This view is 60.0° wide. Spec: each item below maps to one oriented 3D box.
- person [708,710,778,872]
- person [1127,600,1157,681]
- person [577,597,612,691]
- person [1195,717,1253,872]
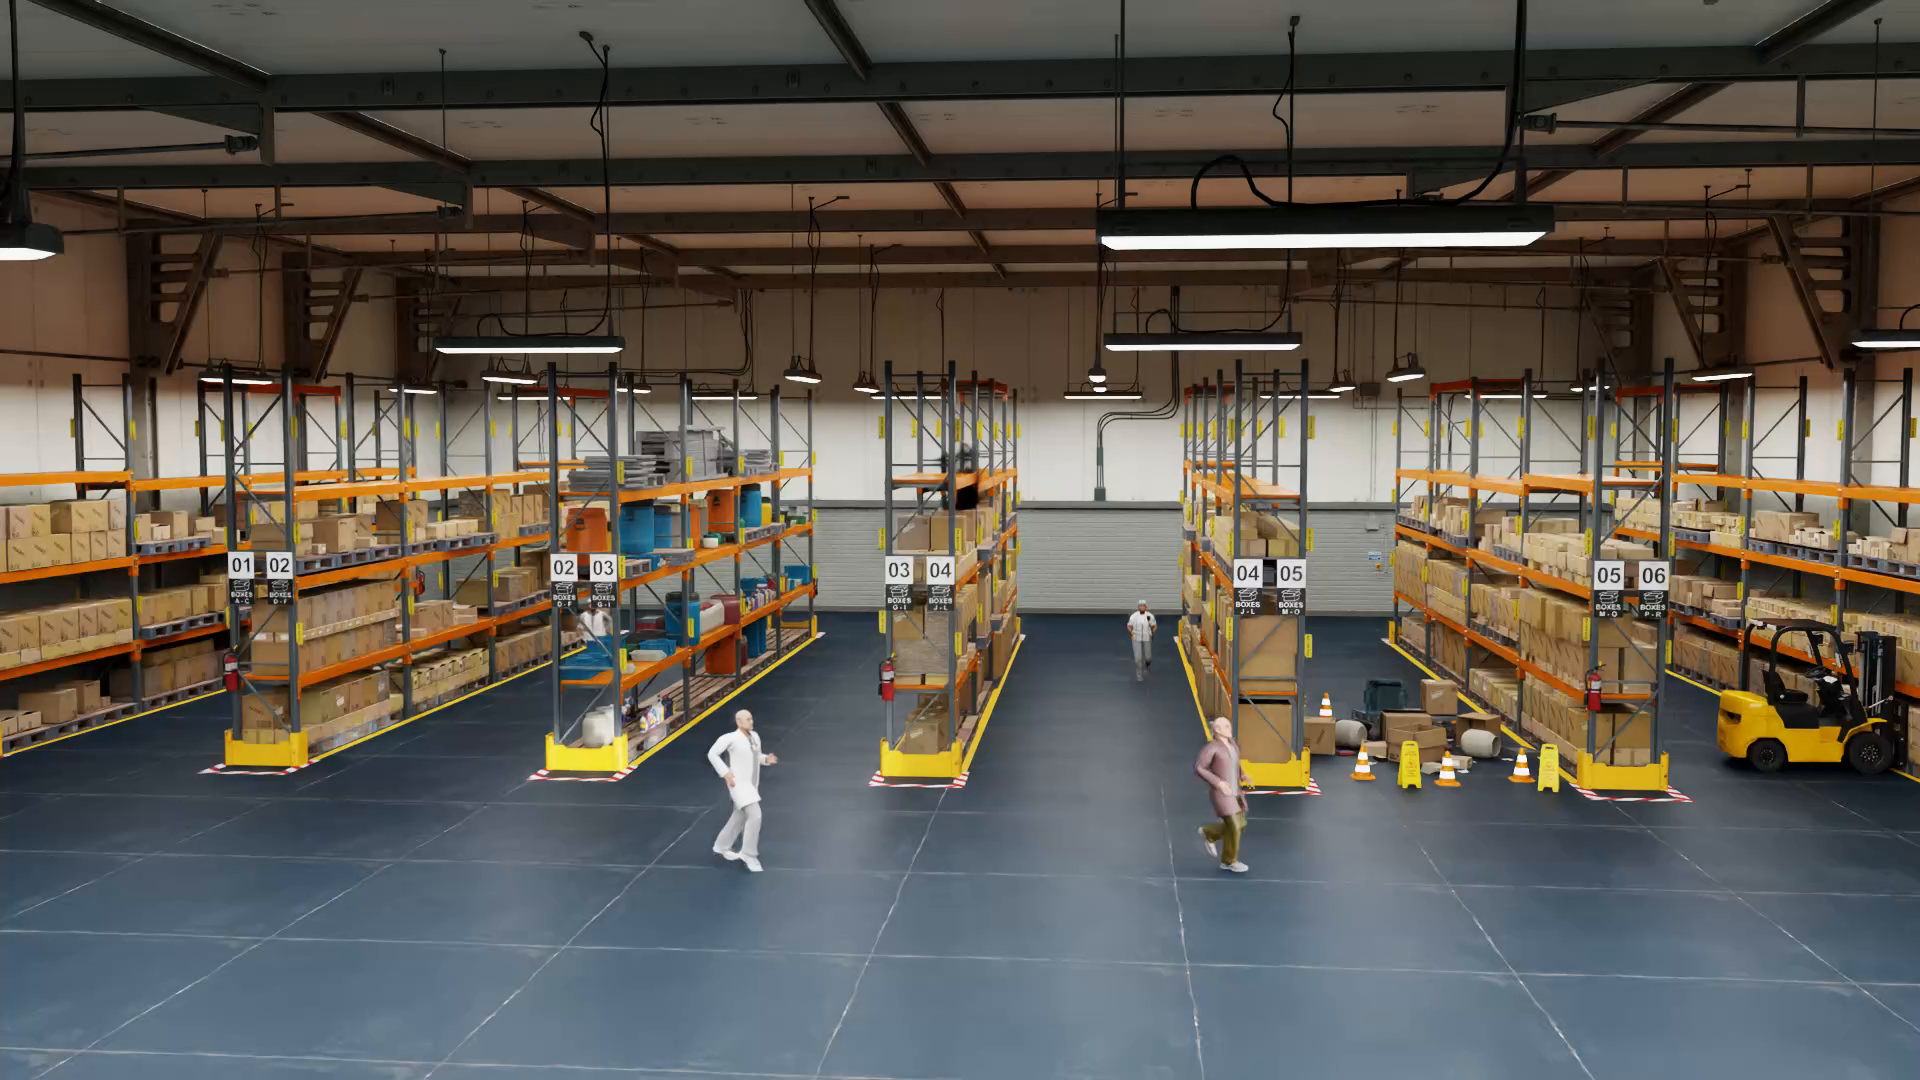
[{"bbox_3d":[-2.492,2.869,19.080,0.857,1.850,0.684,2,4,24],"label":"person"},{"bbox_3d":[3.644,2.006,33.288,0.604,1.617,0.575,0,4,5],"label":"person"},{"bbox_3d":[-7.104,1.998,32.286,0.643,1.836,0.801,0,4,0],"label":"person"},{"bbox_3d":[2.988,2.927,18.992,0.754,1.647,0.713,4,5,44],"label":"person"}]
